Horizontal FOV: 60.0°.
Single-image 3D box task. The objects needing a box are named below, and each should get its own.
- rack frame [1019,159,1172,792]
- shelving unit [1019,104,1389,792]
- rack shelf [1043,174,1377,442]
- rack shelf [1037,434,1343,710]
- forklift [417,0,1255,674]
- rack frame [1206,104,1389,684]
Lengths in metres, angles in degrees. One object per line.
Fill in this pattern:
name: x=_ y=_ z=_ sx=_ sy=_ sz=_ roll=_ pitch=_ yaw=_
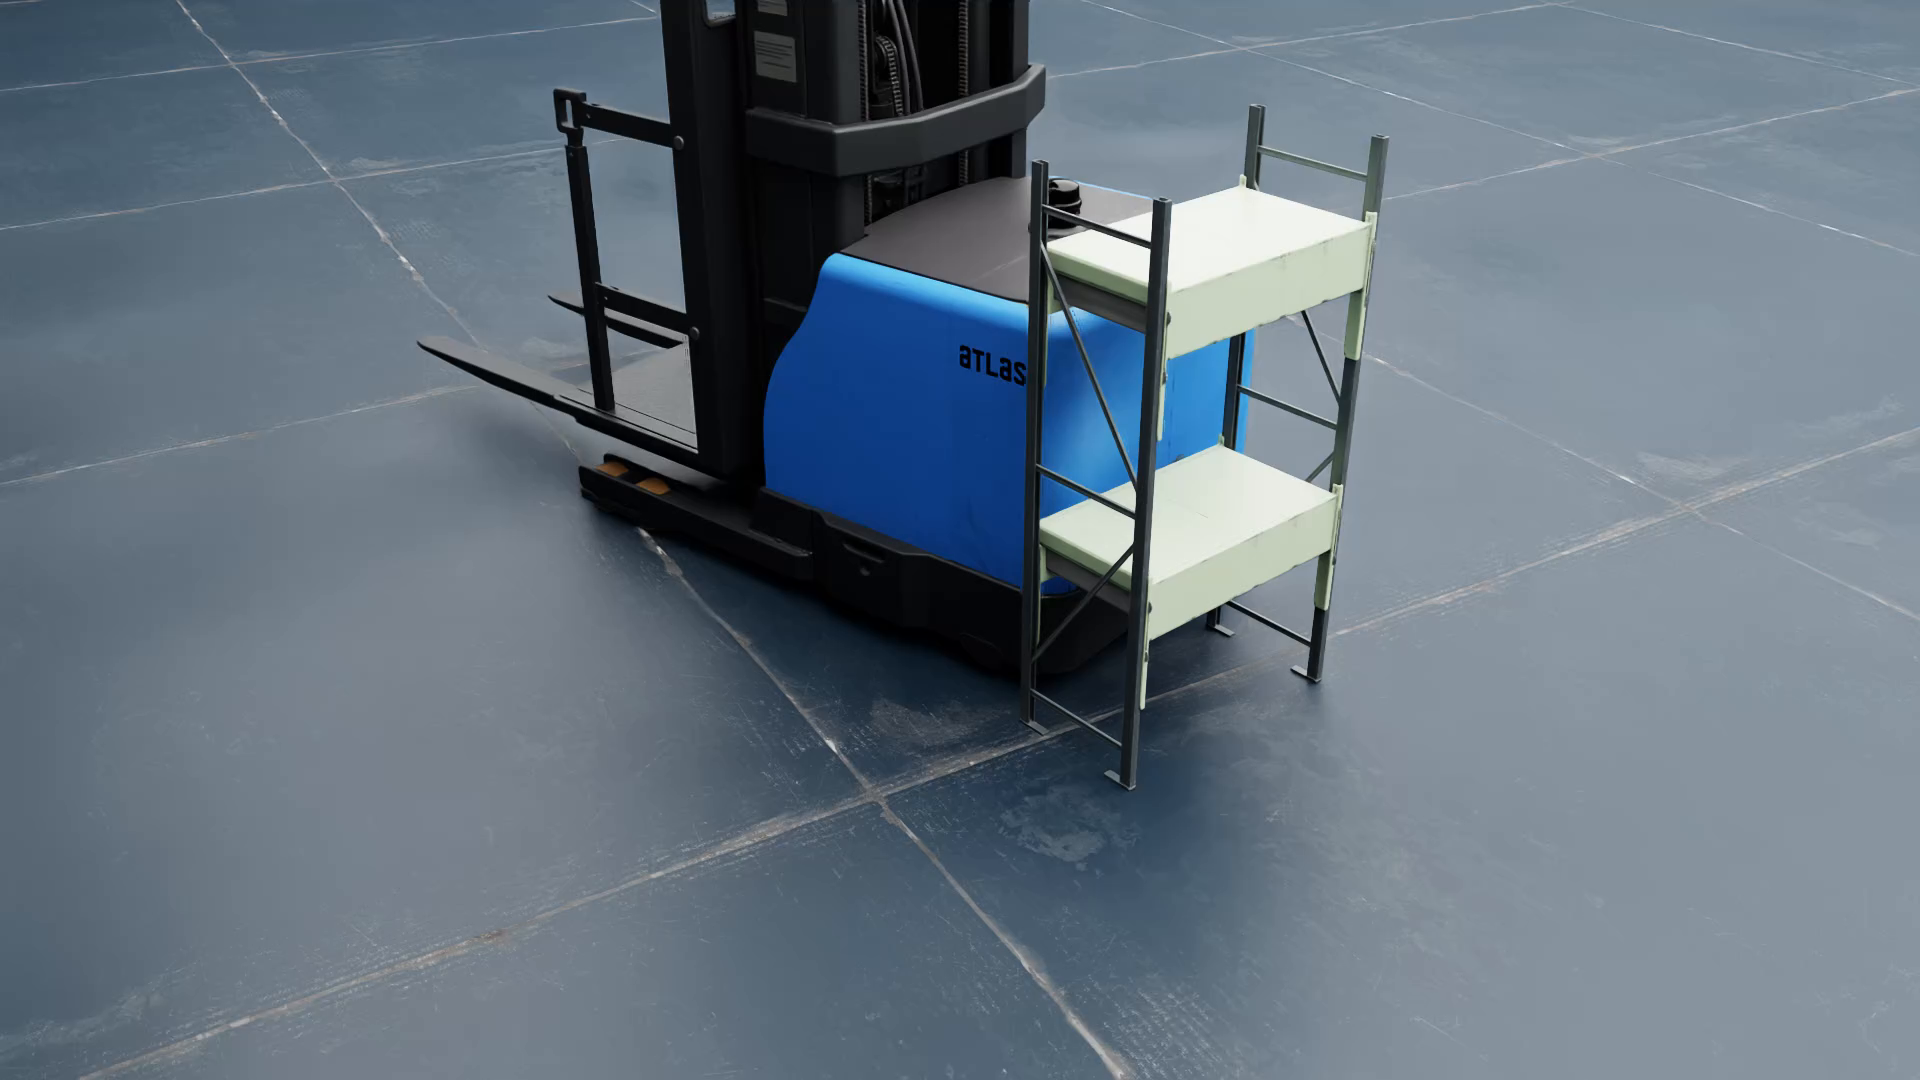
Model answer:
rack frame: x=0.296 y=-0.109 z=3.895 sx=0.023 sy=1.500 sz=0.400 roll=-23 pitch=36 yaw=-35
shelving unit: x=0.573 y=-0.225 z=4.105 sx=0.755 sy=1.500 sz=0.431 roll=-23 pitch=36 yaw=-35
rack shelf: x=0.573 y=-0.566 z=3.917 sx=0.720 sy=0.370 sz=0.431 roll=-23 pitch=36 yaw=-35
rack shelf: x=0.573 y=0.061 z=4.263 sx=0.720 sy=0.370 sz=0.431 roll=-23 pitch=36 yaw=-35
forklift: x=-0.607 y=-1.492 z=4.921 sx=3.031 sy=2.935 sz=1.130 roll=21 pitch=35 yaw=33
rack frame: x=0.849 y=-0.341 z=4.315 sx=0.023 sy=1.500 sz=0.400 roll=-23 pitch=36 yaw=-35
